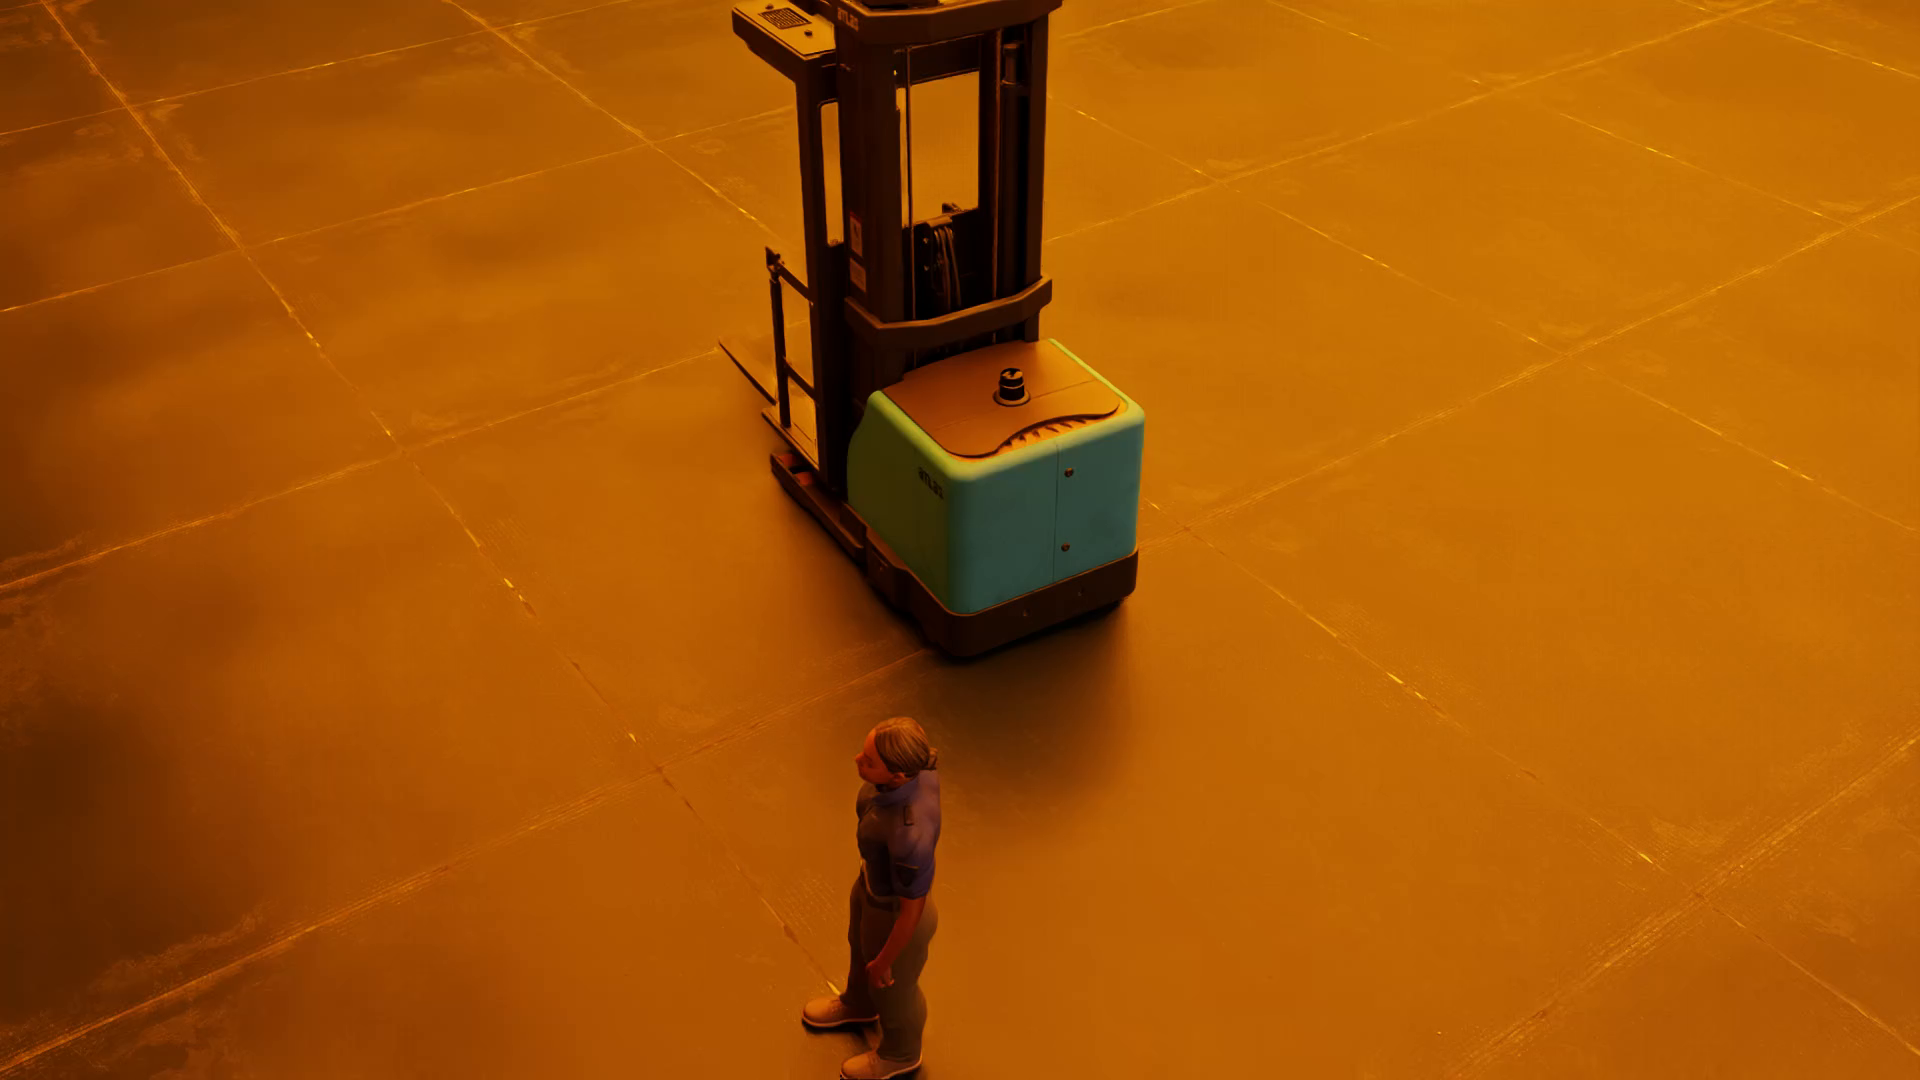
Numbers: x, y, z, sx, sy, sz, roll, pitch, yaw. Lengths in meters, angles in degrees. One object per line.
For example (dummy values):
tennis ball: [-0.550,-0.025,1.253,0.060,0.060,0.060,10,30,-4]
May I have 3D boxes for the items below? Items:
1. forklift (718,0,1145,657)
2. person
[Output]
forklift: [-0.341,-1.498,7.971,1.130,2.935,3.031,-19,41,-24]
person: [-0.306,1.190,5.413,0.500,1.647,0.564,-3,37,-4]
